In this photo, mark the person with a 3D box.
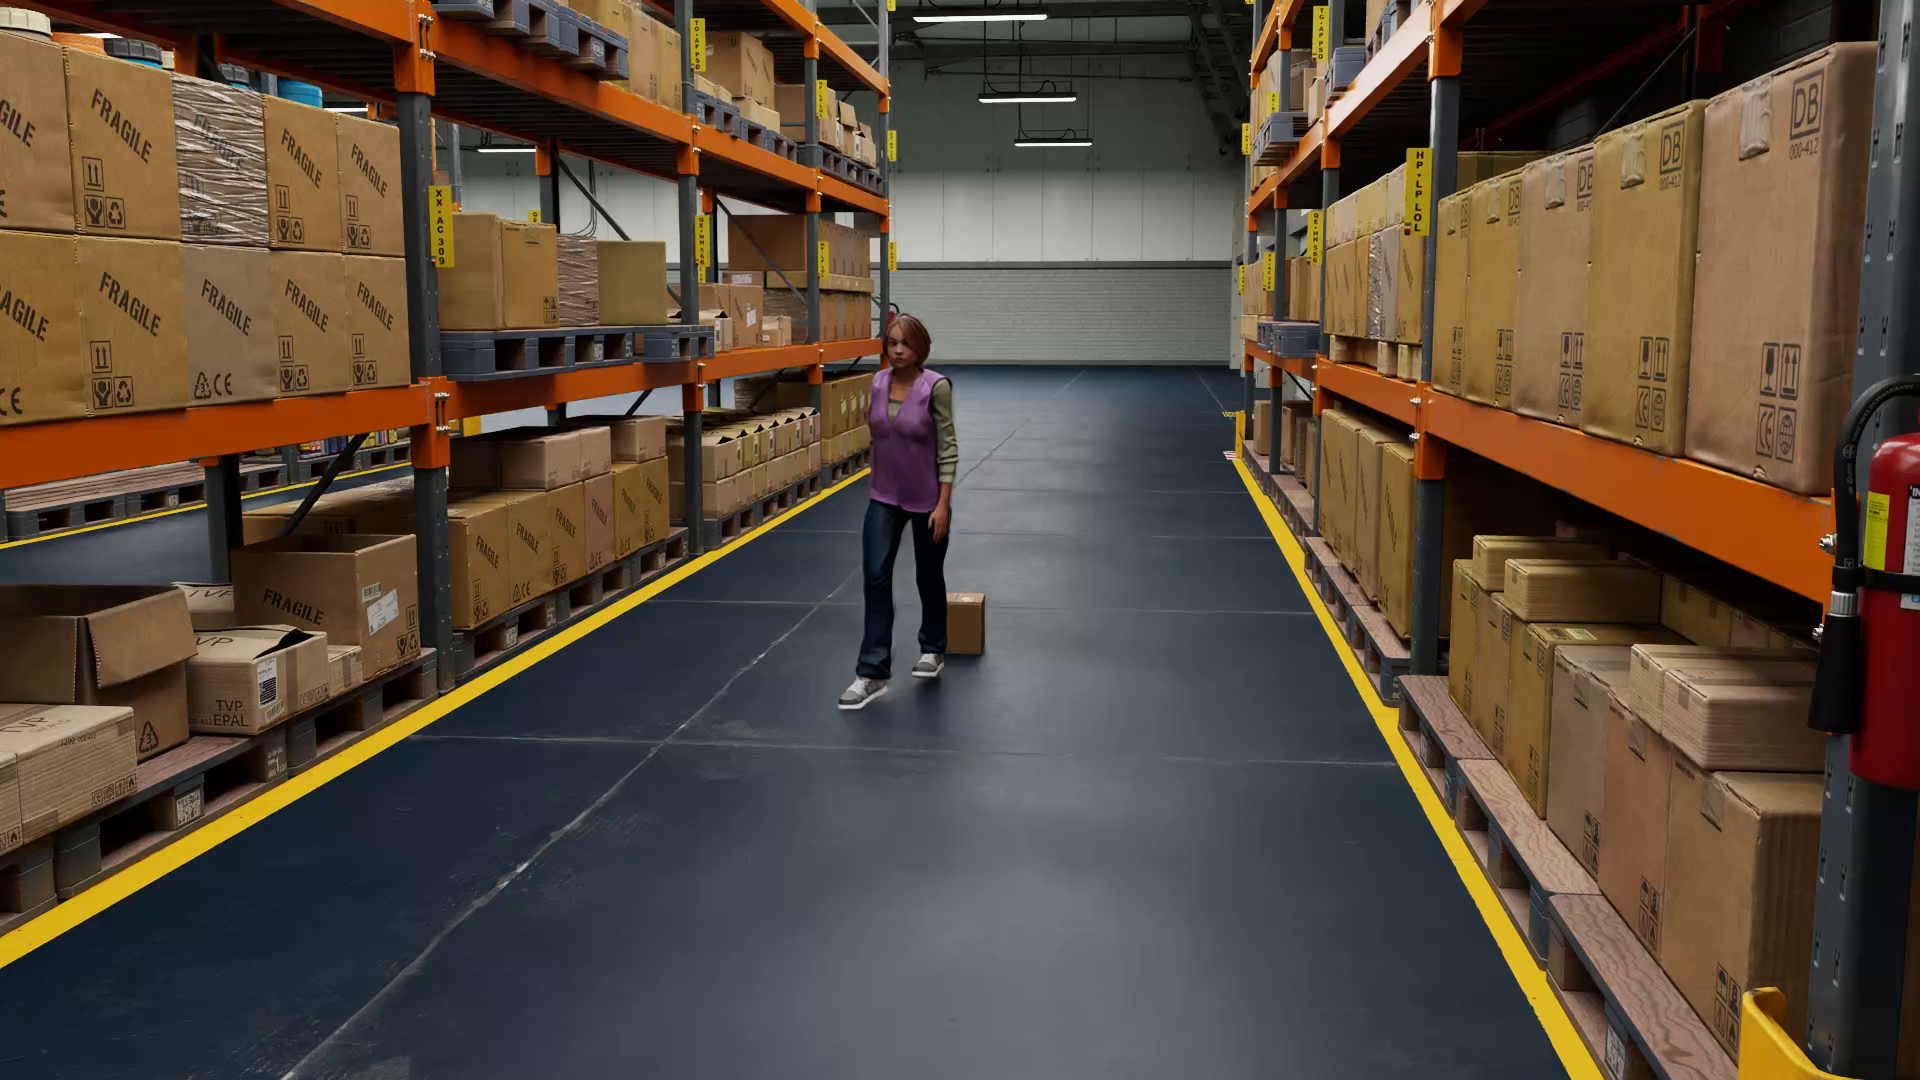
[{"bbox_3d":[-0.207,-0.133,6.867,0.444,1.562,0.786,2,8,17],"label":"person"}]
